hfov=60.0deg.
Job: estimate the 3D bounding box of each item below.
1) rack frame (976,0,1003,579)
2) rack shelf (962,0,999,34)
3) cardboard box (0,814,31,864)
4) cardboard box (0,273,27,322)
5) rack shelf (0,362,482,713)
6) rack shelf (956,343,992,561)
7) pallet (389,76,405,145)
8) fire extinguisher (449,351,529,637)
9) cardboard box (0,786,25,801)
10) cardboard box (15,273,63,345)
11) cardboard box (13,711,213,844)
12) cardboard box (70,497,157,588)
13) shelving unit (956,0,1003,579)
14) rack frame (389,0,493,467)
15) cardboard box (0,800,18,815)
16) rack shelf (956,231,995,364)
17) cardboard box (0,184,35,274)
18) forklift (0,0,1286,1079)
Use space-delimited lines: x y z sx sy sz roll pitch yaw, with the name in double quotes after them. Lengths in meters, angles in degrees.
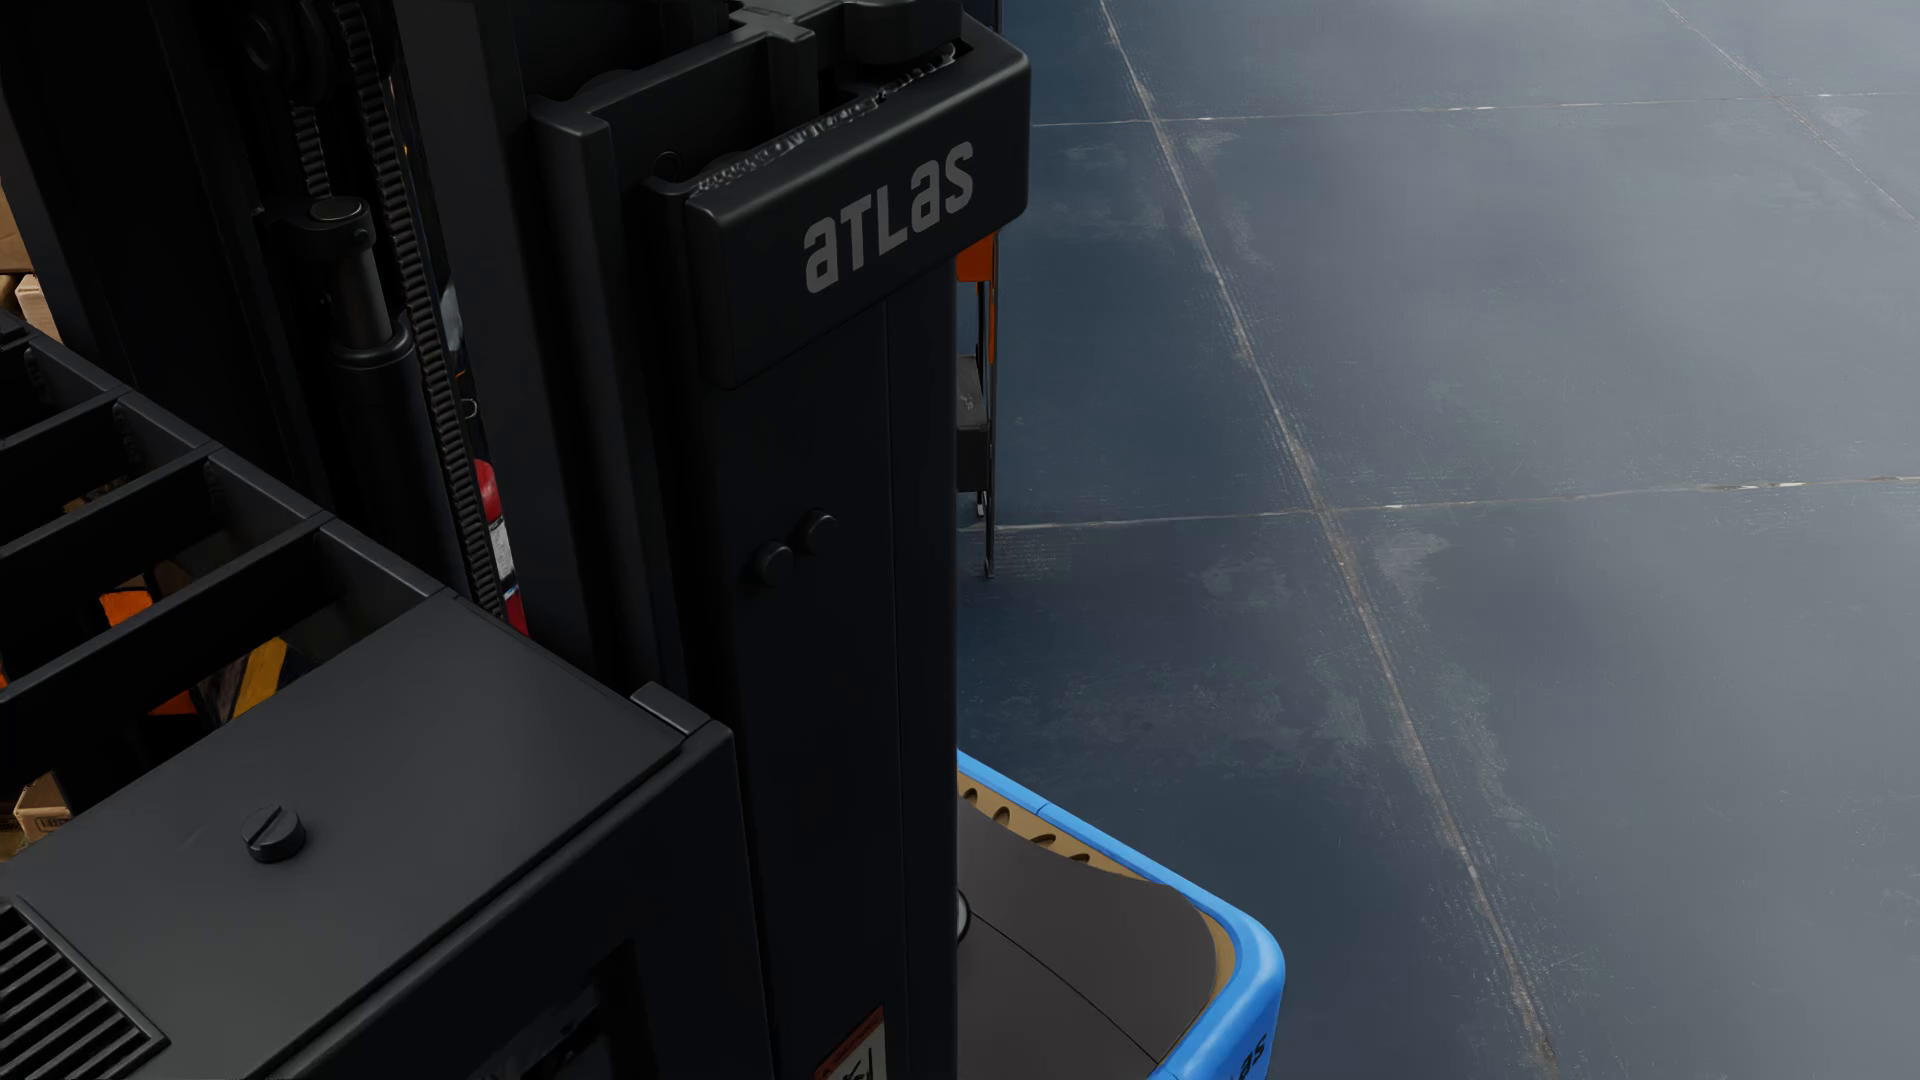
0.078 -0.829 4.605 0.015 2.100 0.400 -3 38 -4 "rack frame"
-0.165 -1.354 4.163 0.480 0.518 0.431 -3 38 -4 "rack shelf"
-2.021 0.858 3.622 0.500 0.250 0.500 -3 38 -4 "cardboard box"
-1.640 -0.443 2.786 0.250 0.149 0.380 -2 38 -3 "cardboard box"
-3.008 0.089 3.297 4.000 0.370 1.077 -3 38 -4 "rack shelf"
-0.165 -0.255 5.030 0.480 0.518 0.431 -3 38 -4 "rack shelf"
-2.332 -2.190 7.856 1.213 0.211 1.003 -3 38 -4 "pallet"
-0.857 0.007 2.882 0.183 0.674 0.296 -3 38 -4 "fire extinguisher"
-2.067 0.238 3.802 0.500 0.500 0.500 -3 38 -4 "cardboard box"
-1.379 -0.459 2.805 0.250 0.149 0.380 -4 38 -5 "cardboard box"
-1.523 0.530 3.432 0.500 0.500 0.500 -3 38 -4 "cardboard box"
-1.482 -0.325 3.159 0.500 0.500 0.700 -3 38 -4 "cardboard box"
-0.165 -0.815 4.588 0.503 2.100 0.431 -3 38 -4 "shelving unit"
-1.016 -0.303 3.213 0.127 3.000 1.000 -3 38 -4 "rack frame"
-2.067 0.533 4.033 0.500 0.250 0.500 -3 38 -4 "cardboard box"
-0.165 -0.805 4.597 0.480 0.518 0.431 -3 38 -4 "rack shelf"
-1.534 -0.831 2.754 0.500 0.500 0.700 -3 38 -4 "cardboard box"
-0.762 0.869 1.782 1.130 2.935 3.031 26 45 29 "forklift"
